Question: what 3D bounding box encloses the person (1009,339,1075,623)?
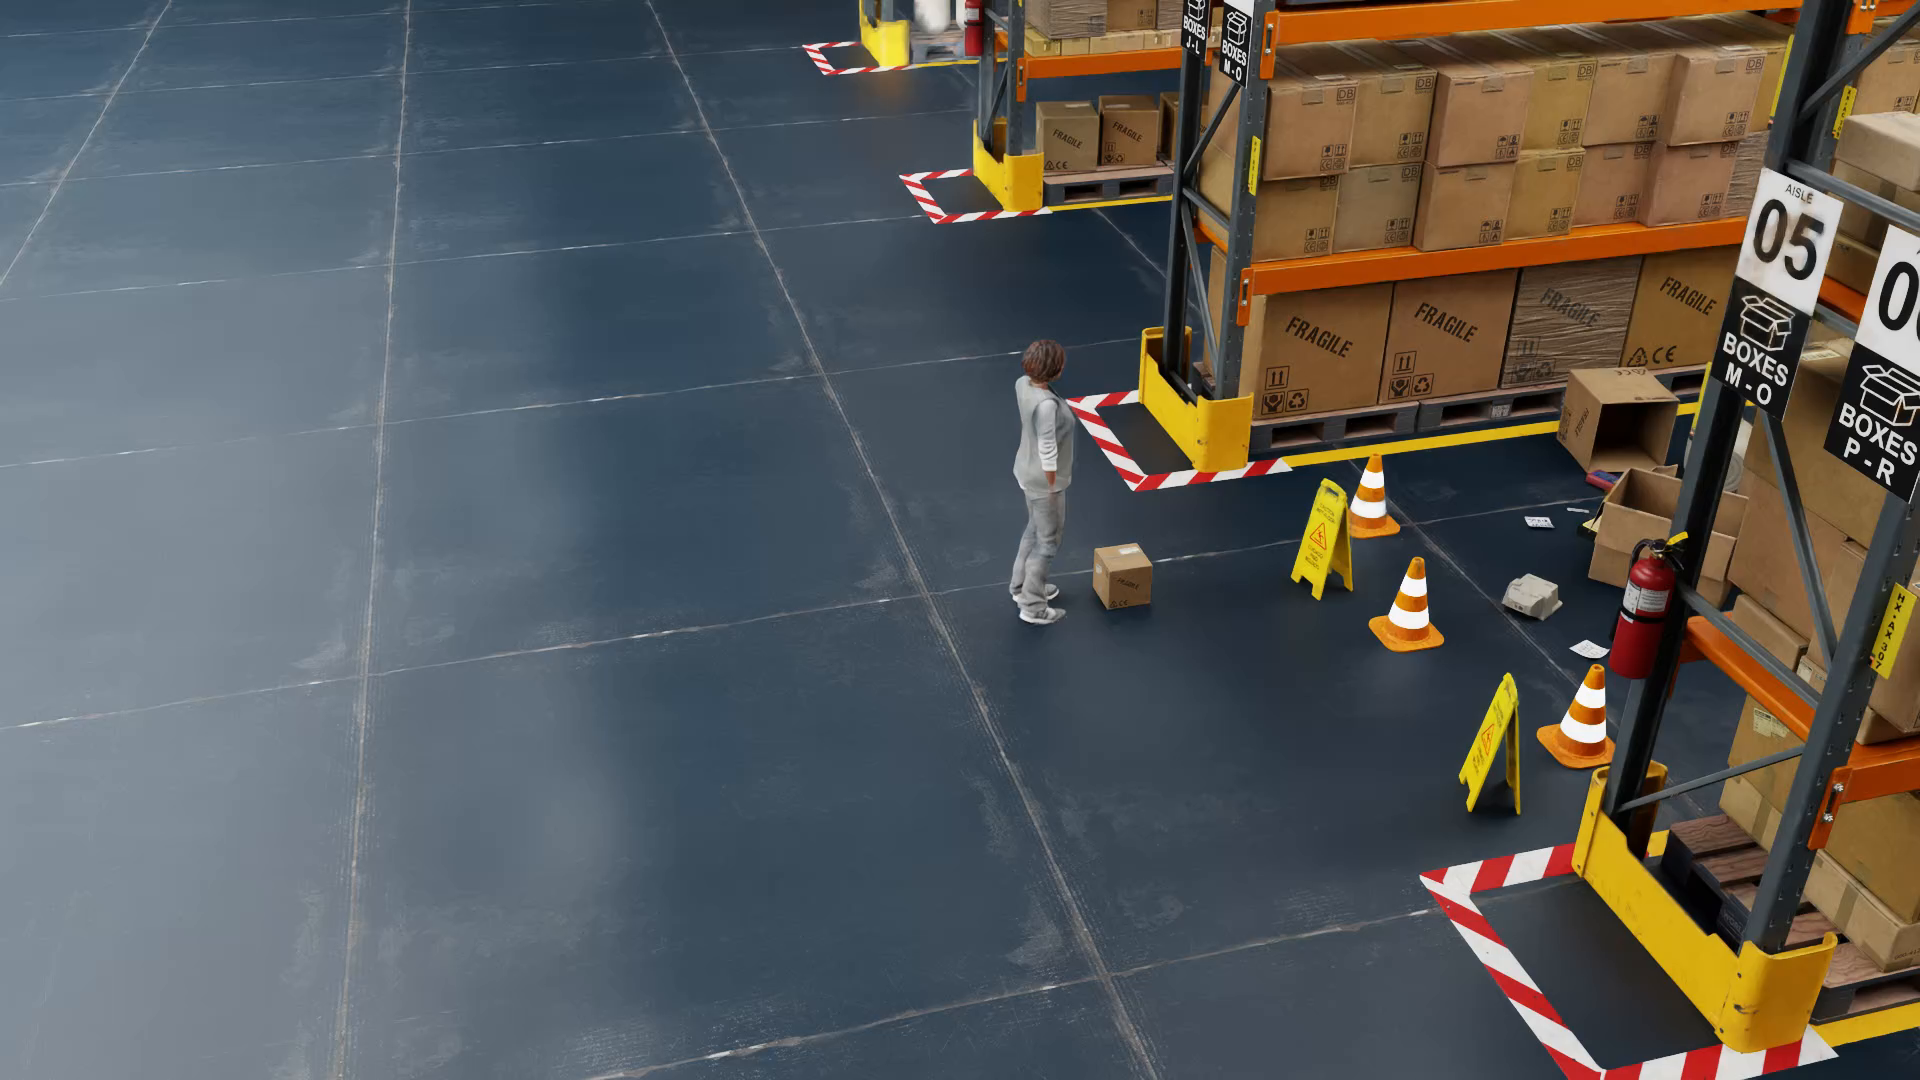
[{"bbox_3d":[0.431,-0.313,8.789,0.308,1.612,0.406,-7,31,-12],"label":"person"}]
